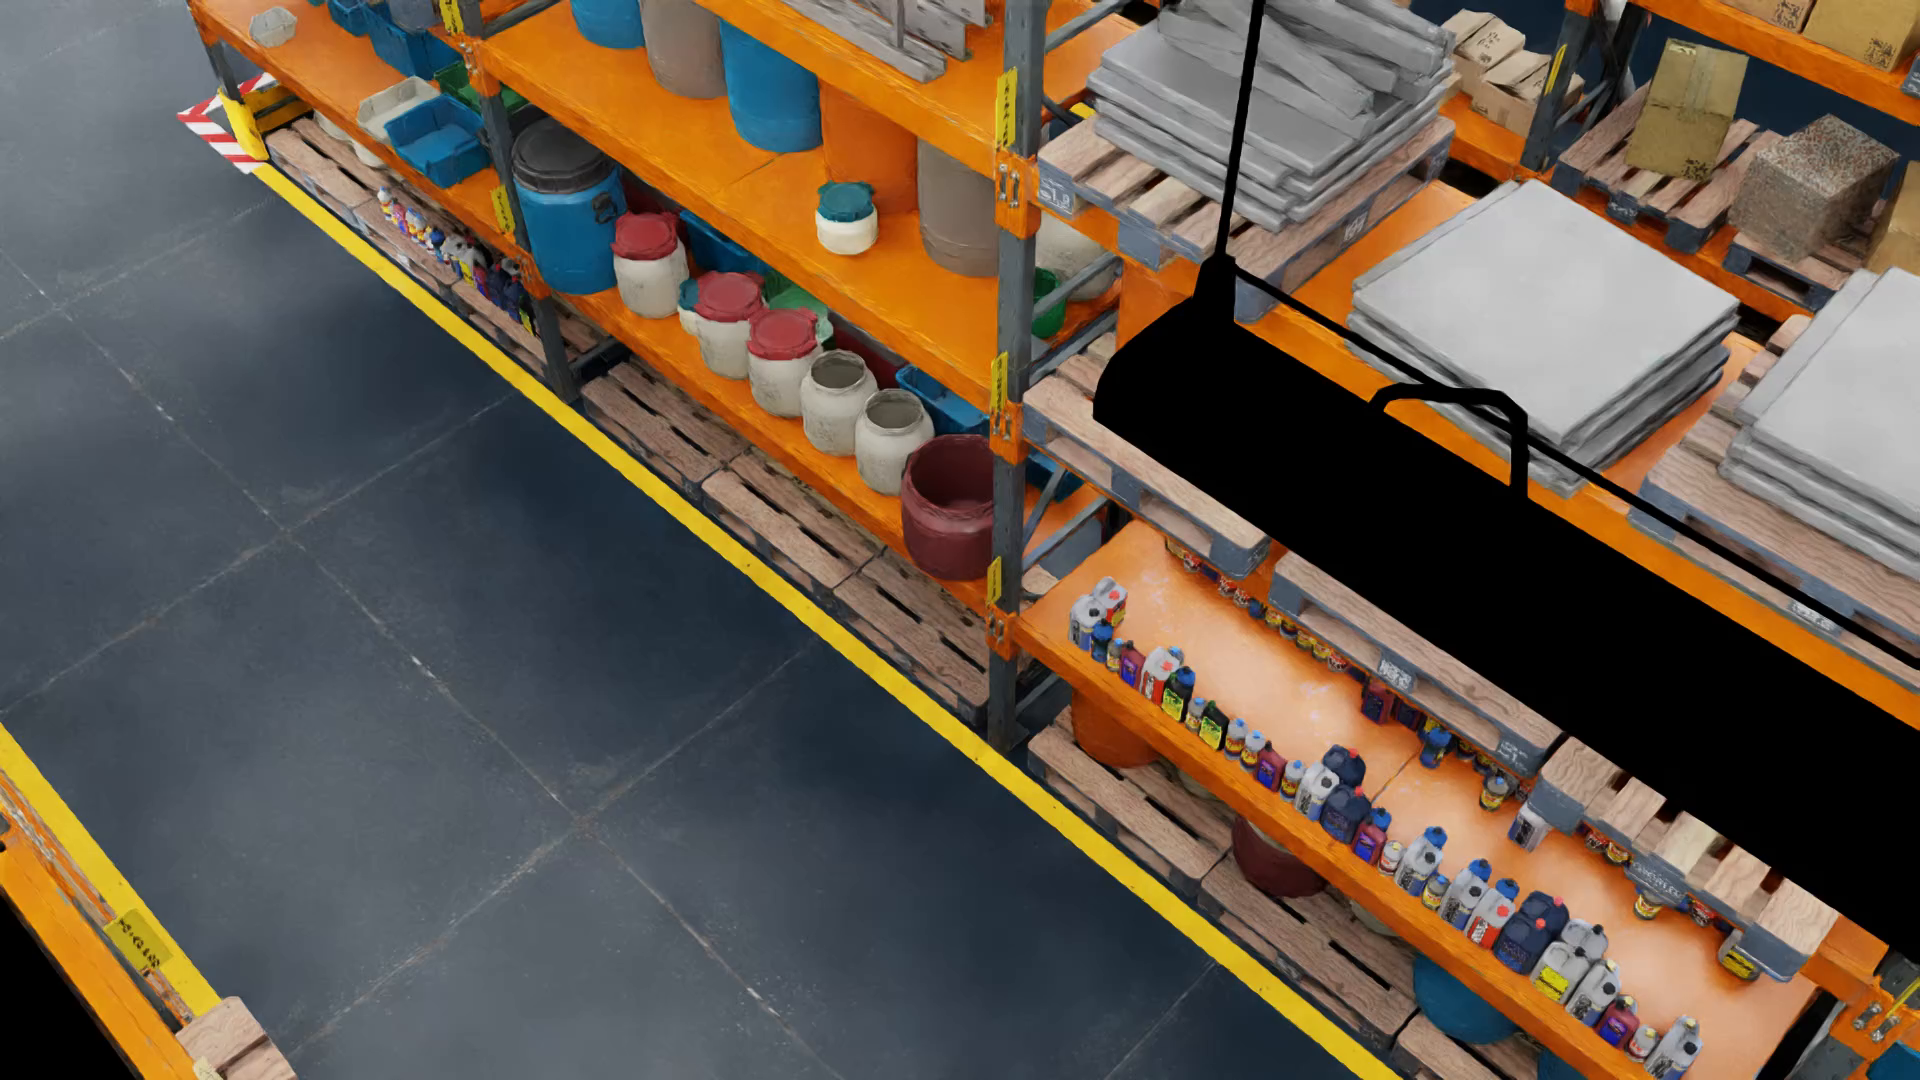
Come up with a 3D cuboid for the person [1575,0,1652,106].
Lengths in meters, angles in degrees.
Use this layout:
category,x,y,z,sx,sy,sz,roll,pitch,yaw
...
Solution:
category,x,y,z,sx,sy,sz,roll,pitch,yaw
person,4.958,-4.072,12.681,1.029,1.725,0.555,36,59,26
